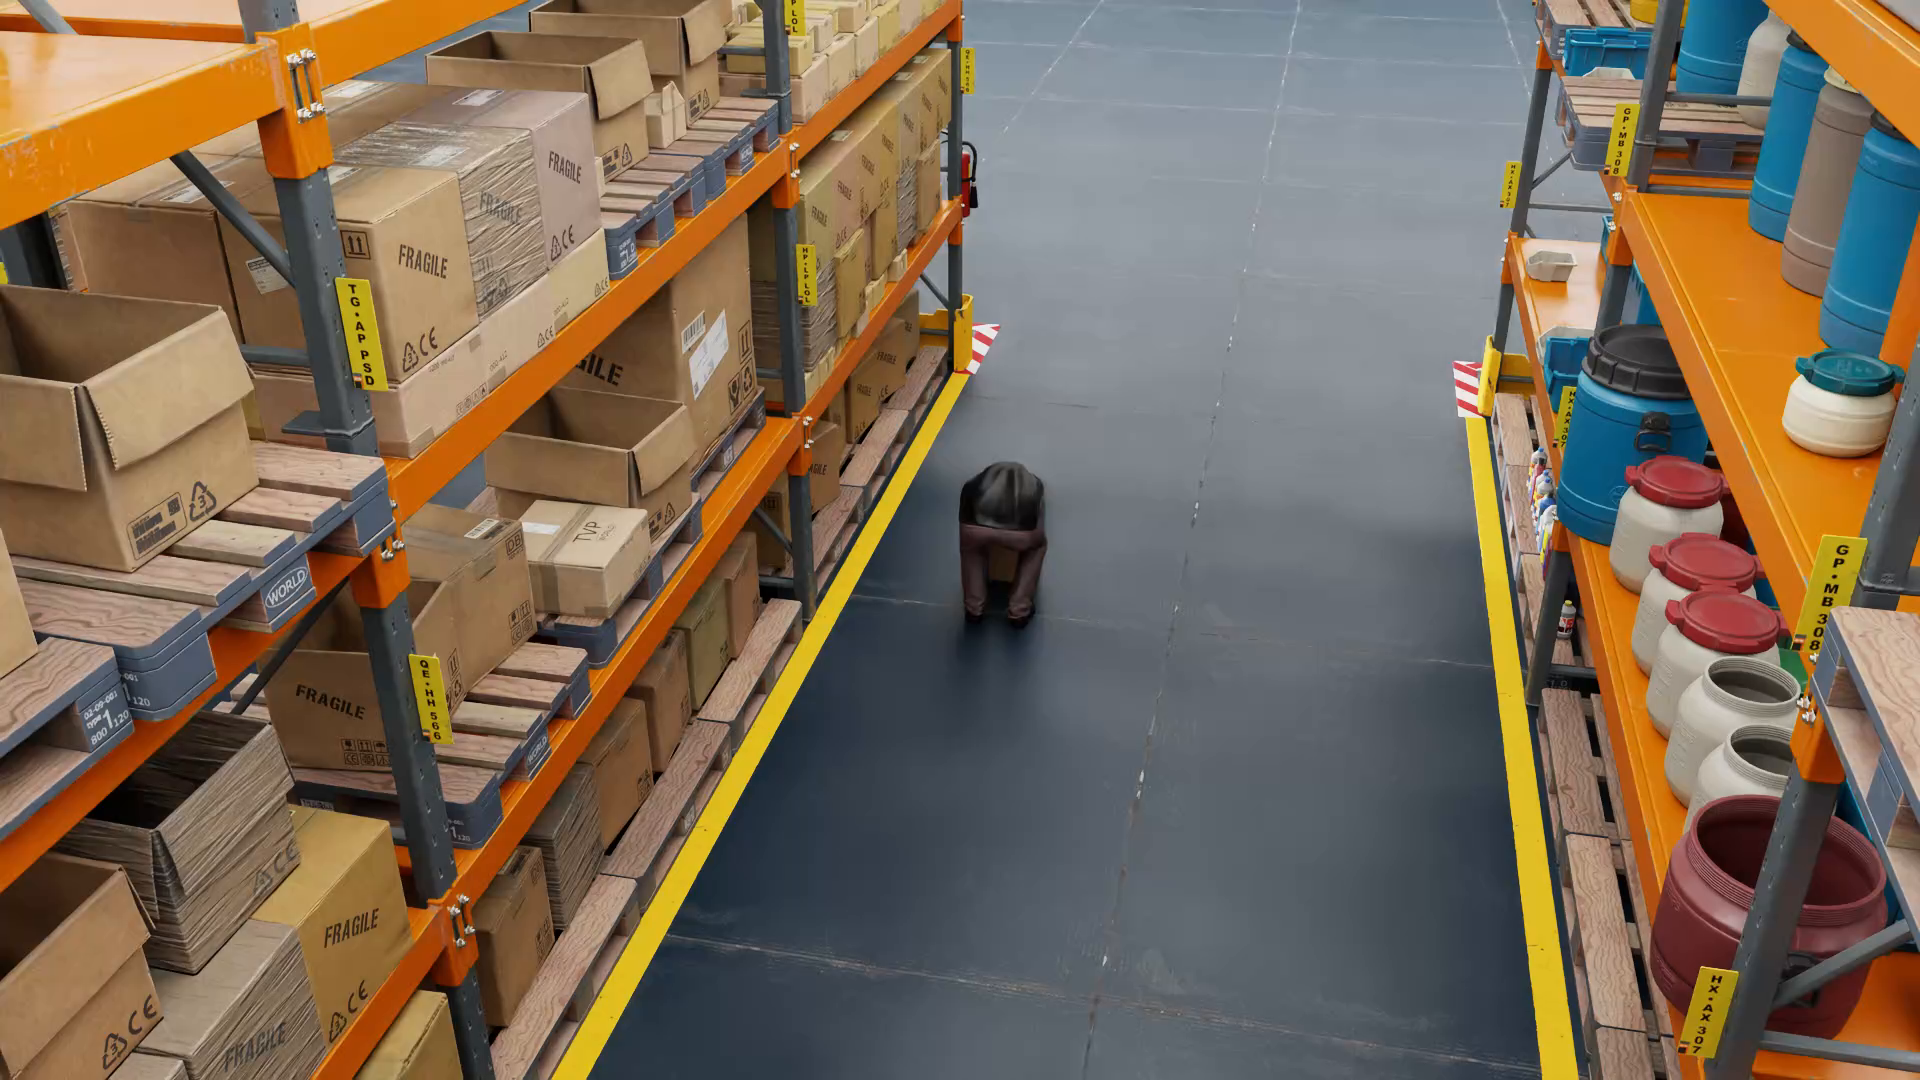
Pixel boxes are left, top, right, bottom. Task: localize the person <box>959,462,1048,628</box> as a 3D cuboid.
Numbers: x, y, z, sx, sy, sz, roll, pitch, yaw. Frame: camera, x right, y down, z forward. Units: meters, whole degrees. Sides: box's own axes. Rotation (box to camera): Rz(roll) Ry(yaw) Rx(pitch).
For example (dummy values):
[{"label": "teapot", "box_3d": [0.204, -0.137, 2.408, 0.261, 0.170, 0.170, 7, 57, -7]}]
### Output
[{"label": "person", "box_3d": [0.250, -0.055, 9.569, 0.517, 0.933, 0.946, 5, 29, 8]}]
